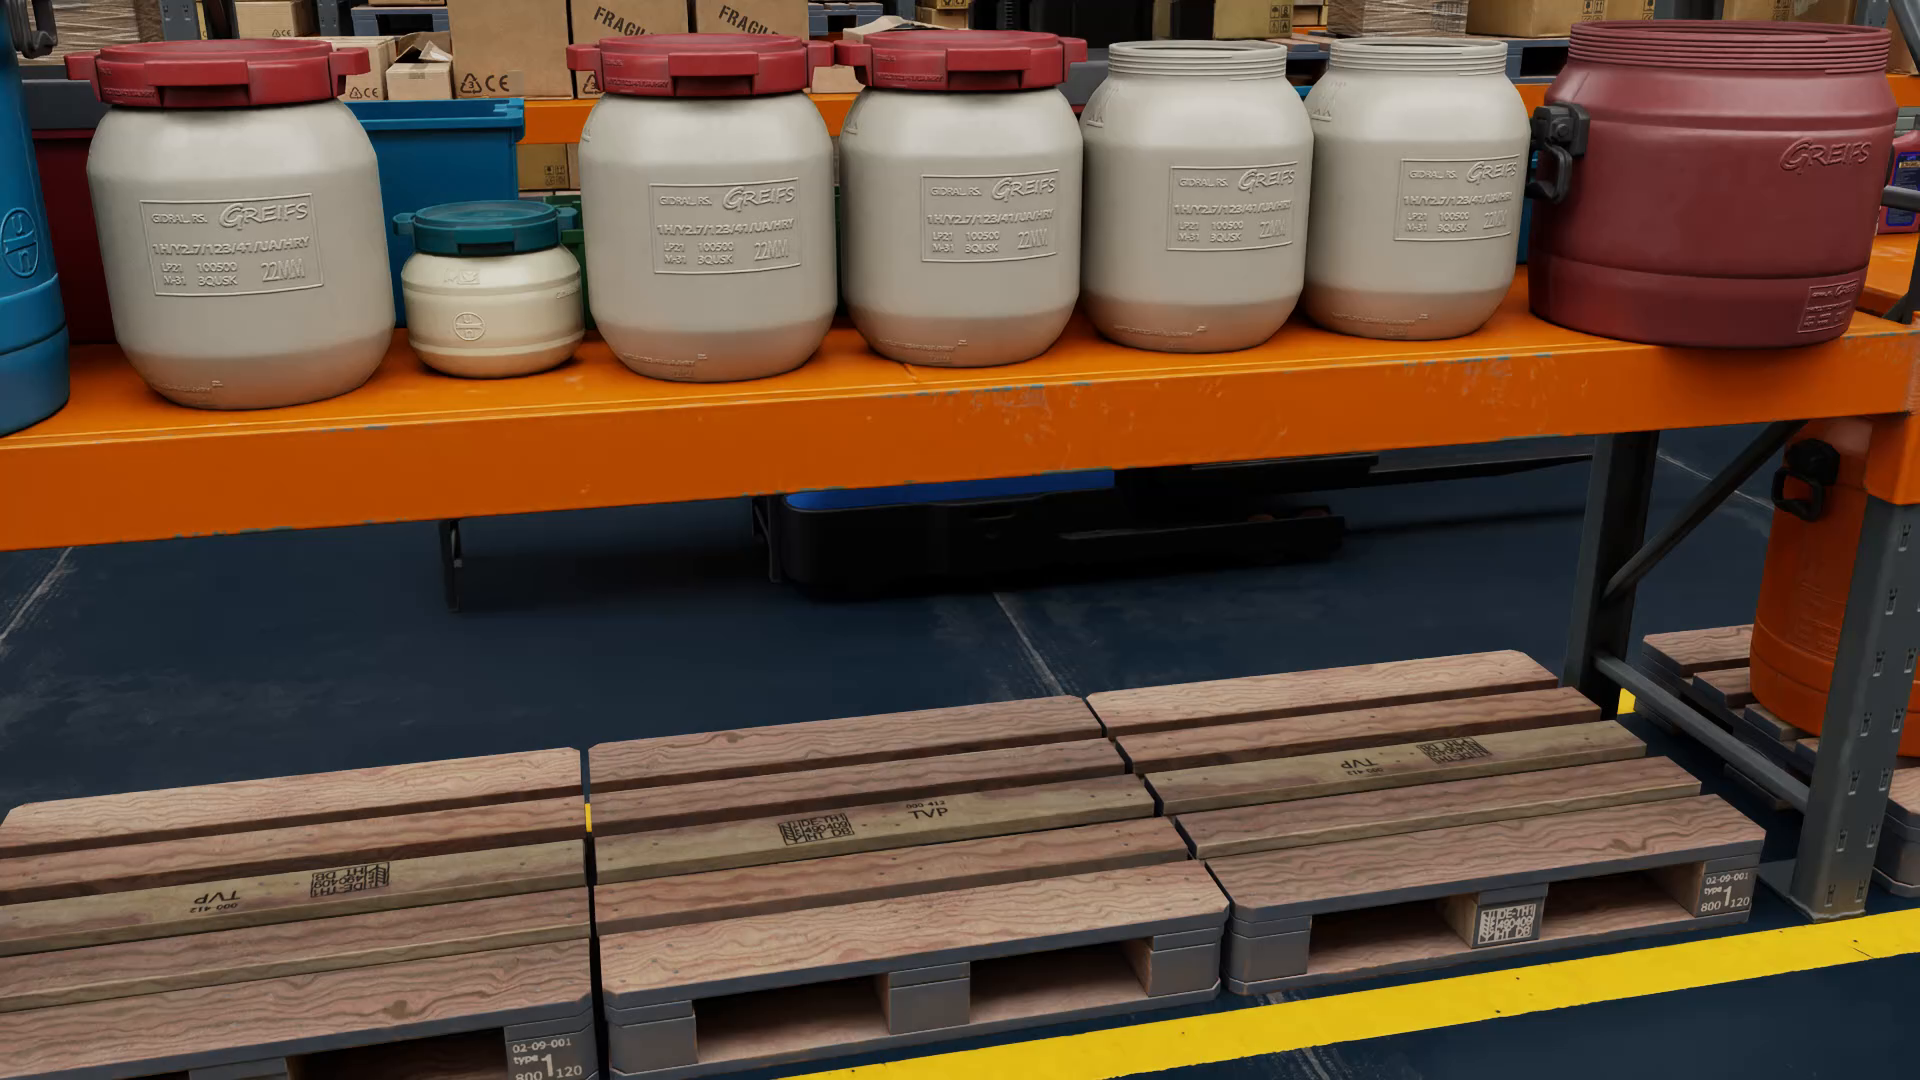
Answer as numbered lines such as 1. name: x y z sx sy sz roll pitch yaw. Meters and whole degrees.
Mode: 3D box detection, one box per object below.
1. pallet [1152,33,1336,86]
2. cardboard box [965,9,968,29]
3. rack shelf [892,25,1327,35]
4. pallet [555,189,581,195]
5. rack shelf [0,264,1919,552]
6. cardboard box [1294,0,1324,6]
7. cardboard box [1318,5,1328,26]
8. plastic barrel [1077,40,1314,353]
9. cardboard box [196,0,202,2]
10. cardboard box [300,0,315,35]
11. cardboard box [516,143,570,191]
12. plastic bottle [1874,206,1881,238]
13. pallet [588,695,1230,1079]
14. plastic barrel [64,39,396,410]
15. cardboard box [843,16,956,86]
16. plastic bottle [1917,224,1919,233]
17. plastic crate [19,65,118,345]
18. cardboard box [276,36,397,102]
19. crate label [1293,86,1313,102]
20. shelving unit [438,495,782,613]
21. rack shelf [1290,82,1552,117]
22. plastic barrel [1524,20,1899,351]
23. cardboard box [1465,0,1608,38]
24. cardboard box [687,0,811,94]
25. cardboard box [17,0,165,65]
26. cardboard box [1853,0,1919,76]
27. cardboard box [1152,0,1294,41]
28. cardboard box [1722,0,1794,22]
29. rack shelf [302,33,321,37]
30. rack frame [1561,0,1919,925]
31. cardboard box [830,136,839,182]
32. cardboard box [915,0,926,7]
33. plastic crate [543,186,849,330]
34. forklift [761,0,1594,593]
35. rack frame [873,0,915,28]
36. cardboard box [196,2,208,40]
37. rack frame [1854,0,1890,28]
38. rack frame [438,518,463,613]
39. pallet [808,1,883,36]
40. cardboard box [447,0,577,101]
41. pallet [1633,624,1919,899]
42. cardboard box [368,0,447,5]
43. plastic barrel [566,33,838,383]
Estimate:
1. pallet: 1.284 -2.402 8.289 1.003 0.211 1.213 -5 21 -12
2. cardboard box: 0.118 -3.929 12.517 0.250 0.149 0.380 -4 21 -12
3. rack shelf: 1.444 -3.893 13.127 4.000 0.370 1.077 -5 21 -12
4. pallet: -2.449 -2.606 12.623 1.213 0.211 1.003 -5 21 -12
5. rack shelf: -0.169 -0.260 3.210 4.000 0.370 1.077 -5 21 -12
6. cardboard box: 2.504 -4.420 12.914 0.500 0.500 0.500 -4 21 -12
7. cardboard box: 2.886 -4.131 13.067 0.250 0.149 0.380 -4 21 -11
8. plastic barrel: 0.415 -0.622 2.990 0.421 0.512 0.421 0 20 0
9. cardboard box: -5.269 -3.865 11.102 0.500 0.500 0.500 -5 21 -13
10. cardboard box: -4.902 -3.729 11.823 0.500 0.250 0.500 -4 21 -12
11. cardboard box: -3.192 -2.910 12.393 0.500 0.500 0.700 -5 21 -14
12. plastic bottle: 2.189 -0.841 4.038 0.097 0.201 0.097 0 20 0
13. pallet: -0.171 0.697 3.605 1.213 0.211 1.003 -5 21 -12
14. plastic barrel: -1.134 -0.506 2.637 0.433 0.535 0.433 0 20 0
15. cardboard box: -0.274 -2.367 8.044 0.500 0.311 0.500 -5 21 -13
16. plastic bottle: 2.413 -0.859 4.088 0.097 0.201 0.097 0 20 0
17. plastic crate: -1.715 -0.610 3.027 0.583 0.464 0.402 -5 21 -12
18. cardboard box: -2.783 -2.081 7.353 0.500 0.250 0.500 -3 20 -9
19. crate label: 0.748 -0.785 3.544 0.616 0.435 0.502 -5 21 -12
20. shelving unit: -1.152 -0.603 5.281 1.048 1.500 0.538 -5 21 -13
21. rack shelf: 2.587 -2.235 8.601 4.000 0.370 1.077 -5 21 -12
22. plastic barrel: 1.395 -0.682 3.118 0.708 0.536 0.600 -5 21 -12
23. cardboard box: 2.828 -2.815 8.382 0.500 0.500 0.700 -10 23 -26
24. cardboard box: -0.988 -2.323 7.651 0.500 0.500 0.500 -6 21 -15
25. cardboard box: -3.682 -2.108 7.062 0.500 0.500 0.700 -5 21 -14
26. cardboard box: 5.092 -2.727 8.753 0.500 0.500 0.500 -4 21 -11
27. cardboard box: 1.228 -2.746 8.195 0.500 0.500 0.700 -12 24 -31
28. cardboard box: 4.021 -3.013 8.922 0.500 0.500 0.700 -13 24 -31
29. rack shelf: -6.342 -3.260 11.398 4.000 0.370 1.077 -5 21 -12
30. rack frame: 1.777 -0.756 3.518 0.127 3.000 1.000 -5 21 -12
31. cardboard box: -1.191 -3.031 12.722 0.500 0.500 0.700 -4 21 -12
32. cardboard box: -0.104 -4.394 12.842 0.500 0.500 0.500 -5 21 -12
33. plastic crate: -0.486 -0.572 3.324 0.662 0.188 0.450 -5 21 -12
34. forklift: 0.812 -1.465 5.554 3.031 2.935 1.130 -5 21 -13
35. rack frame: -0.503 -4.072 12.571 0.127 3.000 1.000 -5 21 -12
36. cardboard box: -5.273 -3.519 11.250 0.500 0.250 0.500 -5 21 -12
37. rack frame: 4.533 -2.731 8.909 0.127 3.000 1.000 -5 21 -12
38. rack frame: -1.644 -0.560 5.163 0.032 1.500 0.500 -5 21 -13
39. pallet: -1.172 -3.890 12.353 1.003 0.211 1.213 -5 21 -12
40. cardboard box: -1.988 -2.242 7.429 0.500 0.500 0.500 -3 20 -9
41. pallet: 2.535 0.477 4.206 1.213 0.211 1.003 -5 21 -12
42. cardboard box: -3.892 -4.038 11.693 0.500 0.500 0.700 -5 21 -12
43. plastic barrel: -0.420 -0.564 2.795 0.433 0.535 0.433 0 20 0
